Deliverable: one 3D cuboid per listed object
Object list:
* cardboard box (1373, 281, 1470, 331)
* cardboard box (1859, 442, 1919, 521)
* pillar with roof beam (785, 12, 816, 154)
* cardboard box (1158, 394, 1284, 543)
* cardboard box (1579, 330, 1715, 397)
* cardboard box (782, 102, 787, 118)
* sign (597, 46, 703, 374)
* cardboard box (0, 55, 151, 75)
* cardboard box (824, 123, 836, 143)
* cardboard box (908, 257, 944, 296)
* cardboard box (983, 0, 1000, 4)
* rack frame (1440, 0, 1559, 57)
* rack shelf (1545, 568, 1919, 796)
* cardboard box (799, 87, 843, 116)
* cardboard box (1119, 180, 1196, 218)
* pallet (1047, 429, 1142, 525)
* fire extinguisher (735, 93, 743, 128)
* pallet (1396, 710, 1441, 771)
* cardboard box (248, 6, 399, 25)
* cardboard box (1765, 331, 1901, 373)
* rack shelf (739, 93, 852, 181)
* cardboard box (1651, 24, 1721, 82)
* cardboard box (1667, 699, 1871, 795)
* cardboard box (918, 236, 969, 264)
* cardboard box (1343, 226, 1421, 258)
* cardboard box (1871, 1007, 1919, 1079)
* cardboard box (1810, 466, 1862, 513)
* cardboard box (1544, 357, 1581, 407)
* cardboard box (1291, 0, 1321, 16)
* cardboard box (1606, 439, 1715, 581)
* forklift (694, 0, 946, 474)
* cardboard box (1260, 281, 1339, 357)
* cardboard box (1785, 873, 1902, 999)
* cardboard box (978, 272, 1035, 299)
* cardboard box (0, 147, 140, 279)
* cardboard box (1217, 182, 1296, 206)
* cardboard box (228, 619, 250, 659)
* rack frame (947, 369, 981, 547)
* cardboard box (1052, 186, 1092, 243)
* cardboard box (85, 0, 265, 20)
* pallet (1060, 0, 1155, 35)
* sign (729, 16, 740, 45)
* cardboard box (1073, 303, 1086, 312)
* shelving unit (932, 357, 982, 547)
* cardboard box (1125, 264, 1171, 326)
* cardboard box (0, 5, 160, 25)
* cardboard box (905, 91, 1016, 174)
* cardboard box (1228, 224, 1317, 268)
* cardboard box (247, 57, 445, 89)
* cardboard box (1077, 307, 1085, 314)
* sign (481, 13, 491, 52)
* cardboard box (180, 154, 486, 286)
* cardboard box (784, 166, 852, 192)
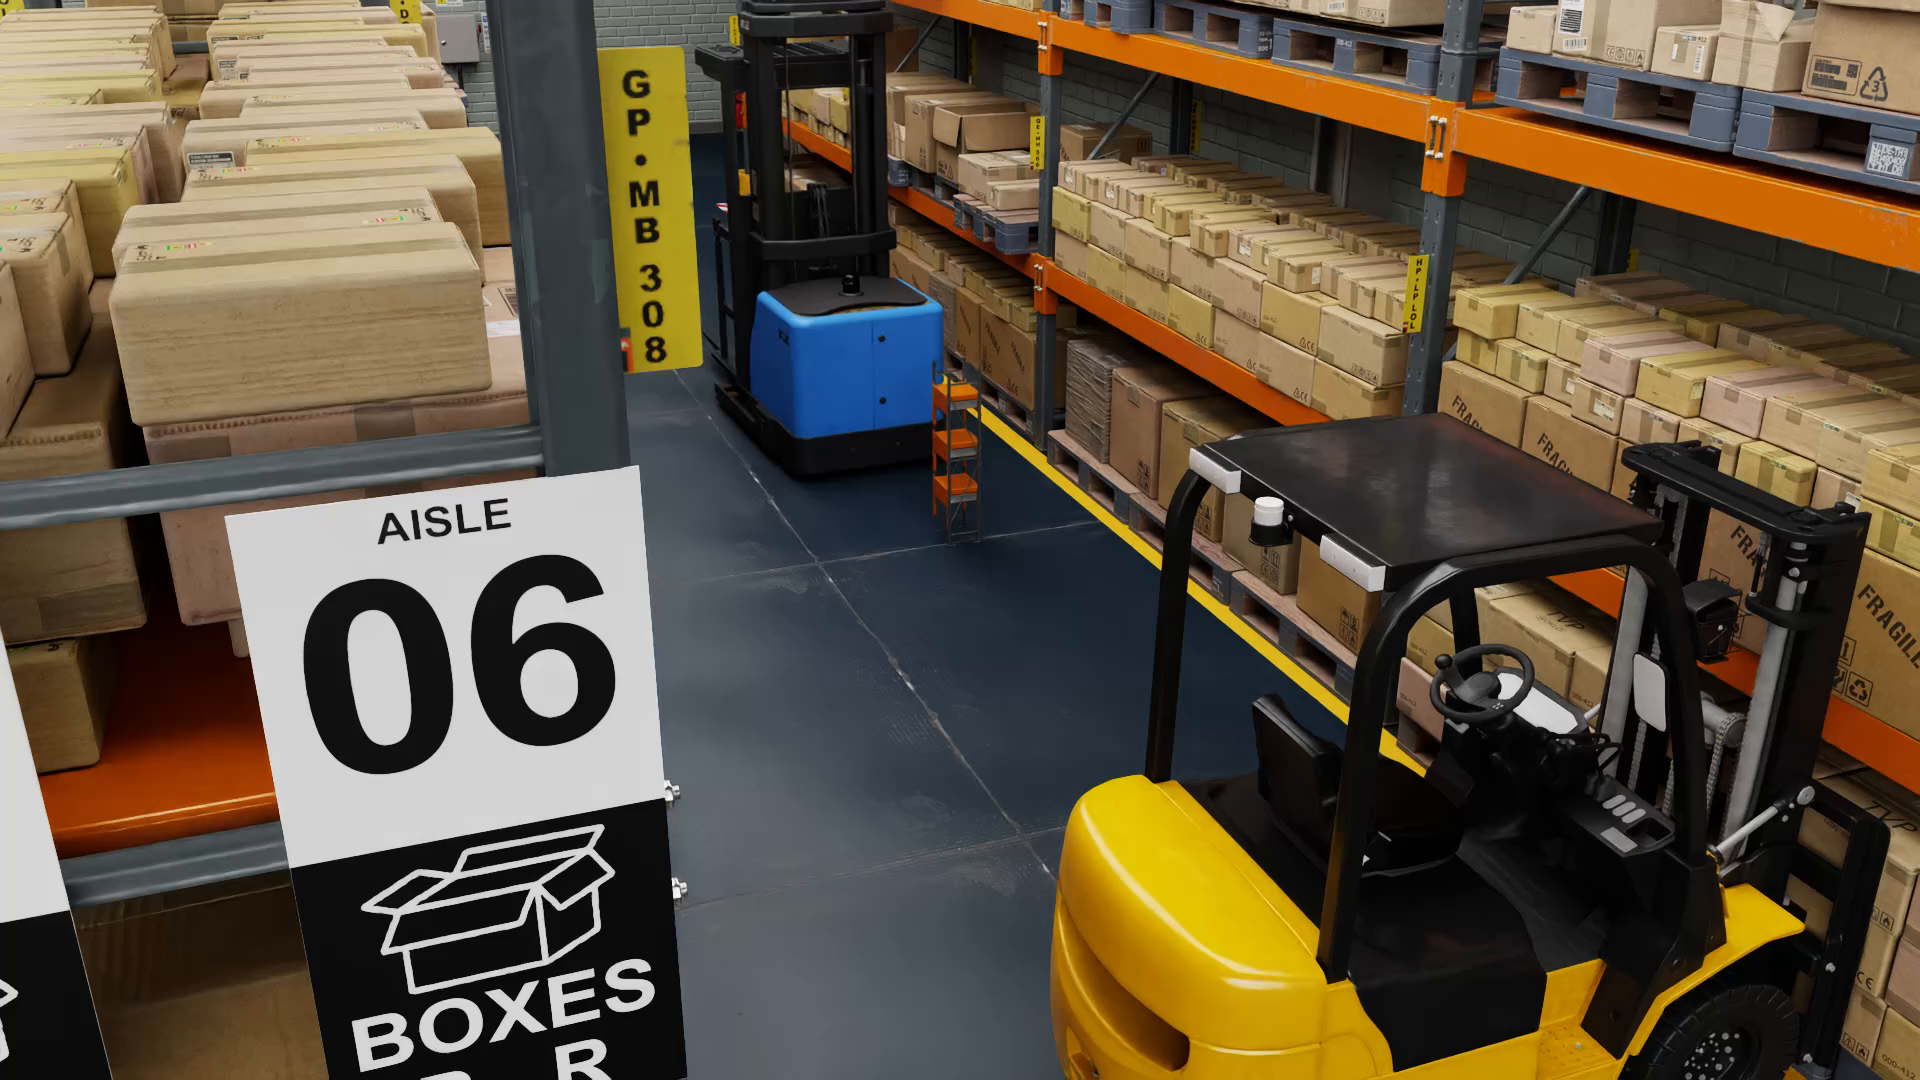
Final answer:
[{"bbox_3d":[2.075,-1.043,7.398,0.380,0.149,0.250,-7,24,-17],"label":"cardboard box"},{"bbox_3d":[2.948,-0.184,4.977,0.380,0.149,0.250,-8,24,-18],"label":"cardboard box"},{"bbox_3d":[-5.973,-8.241,17.717,9.100,9.000,0.400,-8,24,-19],"label":"pillar with roof beam"},{"bbox_3d":[1.674,-0.447,9.466,0.875,0.625,0.625,-9,25,-21],"label":"cardboard box"},{"bbox_3d":[2.509,-0.648,6.078,0.380,0.149,0.250,-8,24,-18],"label":"cardboard box"},{"bbox_3d":[-1.568,-4.216,16.215,0.380,0.149,0.250,-9,24,-20],"label":"cardboard box"},{"bbox_3d":[-0.319,-0.328,1.678,0.100,0.325,0.005,-8,24,-19],"label":"sign"},{"bbox_3d":[-1.922,-0.931,3.531,0.380,0.149,0.250,-9,24,-20],"label":"cardboard box"},{"bbox_3d":[-0.999,-3.659,14.893,0.380,0.149,0.250,-8,24,-18],"label":"cardboard box"},{"bbox_3d":[-0.093,-1.972,13.244,0.500,0.500,0.500,-9,25,-21],"label":"cardboard box"},{"bbox_3d":[0.403,-3.706,11.012,0.500,0.250,0.500,-8,24,-19],"label":"cardboard box"},{"bbox_3d":[2.403,-3.369,6.156,1.000,3.000,0.127,-8,24,-19],"label":"rack frame"},{"bbox_3d":[3.110,0.454,5.737,1.077,0.370,4.000,-8,24,-19],"label":"rack shelf"},{"bbox_3d":[-1.186,-4.093,15.410,0.500,0.250,0.500,-9,24,-19],"label":"cardboard box"},{"bbox_3d":[1.142,-1.966,9.589,0.380,0.149,0.250,-8,24,-18],"label":"cardboard box"},{"bbox_3d":[1.244,-0.468,10.589,1.003,0.211,1.213,-8,24,-19],"label":"pallet"},{"bbox_3d":[-2.320,-4.747,17.730,0.296,0.674,0.183,-8,24,-19],"label":"fire extinguisher"},{"bbox_3d":[2.645,0.976,7.163,1.003,0.211,1.213,-8,24,-19],"label":"pallet"},{"bbox_3d":[-1.759,-1.386,4.612,0.380,0.149,0.250,-9,24,-20],"label":"cardboard box"},{"bbox_3d":[3.174,-0.641,6.062,0.380,0.149,0.250,-9,24,-20],"label":"cardboard box"},{"bbox_3d":[-1.129,-3.906,16.082,1.077,0.370,4.000,-8,24,-19],"label":"rack shelf"},{"bbox_3d":[2.549,-1.626,5.538,0.380,0.149,0.250,-8,24,-17],"label":"cardboard box"},{"bbox_3d":[2.816,0.786,5.736,0.500,0.250,0.500,-9,24,-20],"label":"cardboard box"},{"bbox_3d":[-0.111,-2.309,13.209,0.380,0.149,0.250,-8,24,-19],"label":"cardboard box"},{"bbox_3d":[2.173,-1.486,8.449,0.380,0.149,0.250,-8,24,-19],"label":"cardboard box"},{"bbox_3d":[3.188,1.614,5.059,0.500,0.250,0.500,-8,24,-19],"label":"cardboard box"},{"bbox_3d":[2.952,-0.149,5.278,0.380,0.149,0.250,-9,24,-19],"label":"cardboard box"},{"bbox_3d":[2.481,-0.612,6.377,0.380,0.149,0.250,-8,24,-19],"label":"cardboard box"},{"bbox_3d":[1.731,-2.468,7.535,0.380,0.149,0.250,-8,24,-19],"label":"cardboard box"},{"bbox_3d":[2.695,-0.082,5.954,0.500,0.500,0.500,-9,24,-20],"label":"cardboard box"},{"bbox_3d":[-1.128,-2.308,11.451,1.130,2.935,3.031,-9,25,-21],"label":"forklift"},{"bbox_3d":[1.802,-1.095,8.034,0.500,0.250,0.500,-9,24,-20],"label":"cardboard box"},{"bbox_3d":[2.983,1.190,5.420,0.500,0.250,0.500,-9,24,-20],"label":"cardboard box"},{"bbox_3d":[0.351,-1.842,12.100,0.380,0.149,0.250,-8,24,-17],"label":"cardboard box"},{"bbox_3d":[-1.426,-0.473,2.445,0.380,0.149,0.250,-8,24,-19],"label":"cardboard box"},{"bbox_3d":[1.697,-1.945,9.538,0.380,0.149,0.250,-8,24,-19],"label":"cardboard box"},{"bbox_3d":[-0.816,0.017,2.309,0.380,0.149,0.250,-9,25,-21],"label":"cardboard box"},{"bbox_3d":[0.024,-0.459,9.487,0.200,1.050,0.008,-8,24,-19],"label":"rack frame"},{"bbox_3d":[0.895,-2.021,10.231,0.500,0.250,0.500,-8,24,-19],"label":"cardboard box"},{"bbox_3d":[-2.563,-1.852,5.428,0.500,0.250,0.500,-8,24,-18],"label":"cardboard box"},{"bbox_3d":[1.314,-3.118,9.668,1.213,0.211,1.003,-7,24,-17],"label":"pallet"},{"bbox_3d":[-2.344,-5.289,17.321,0.100,0.325,0.005,-8,24,-19],"label":"sign"},{"bbox_3d":[1.029,-1.730,11.836,0.380,0.149,0.250,-8,24,-17],"label":"cardboard box"},{"bbox_3d":[-0.019,-0.503,9.592,0.215,1.050,0.252,-8,24,-19],"label":"shelving unit"},{"bbox_3d":[1.280,-1.424,9.459,0.500,0.250,0.500,-9,25,-21],"label":"cardboard box"},{"bbox_3d":[-2.433,-1.396,4.636,0.380,0.149,0.250,-9,24,-20],"label":"cardboard box"},{"bbox_3d":[-0.001,-3.071,12.504,0.700,0.500,0.500,-8,24,-19],"label":"cardboard box"},{"bbox_3d":[1.596,-1.503,8.490,0.380,0.149,0.250,-8,24,-19],"label":"cardboard box"},{"bbox_3d":[-1.286,-0.920,3.506,0.380,0.149,0.250,-8,24,-18],"label":"cardboard box"},{"bbox_3d":[0.949,-1.472,12.057,0.500,0.500,0.500,-8,24,-19],"label":"cardboard box"},{"bbox_3d":[-6.086,-6.662,21.816,0.329,0.494,0.001,-8,24,-19],"label":"sign"},{"bbox_3d":[-0.895,-0.448,2.386,0.380,0.149,0.250,-8,24,-19],"label":"cardboard box"},{"bbox_3d":[-1.443,-3.455,16.762,0.700,0.500,0.500,-7,24,-17],"label":"cardboard box"}]
